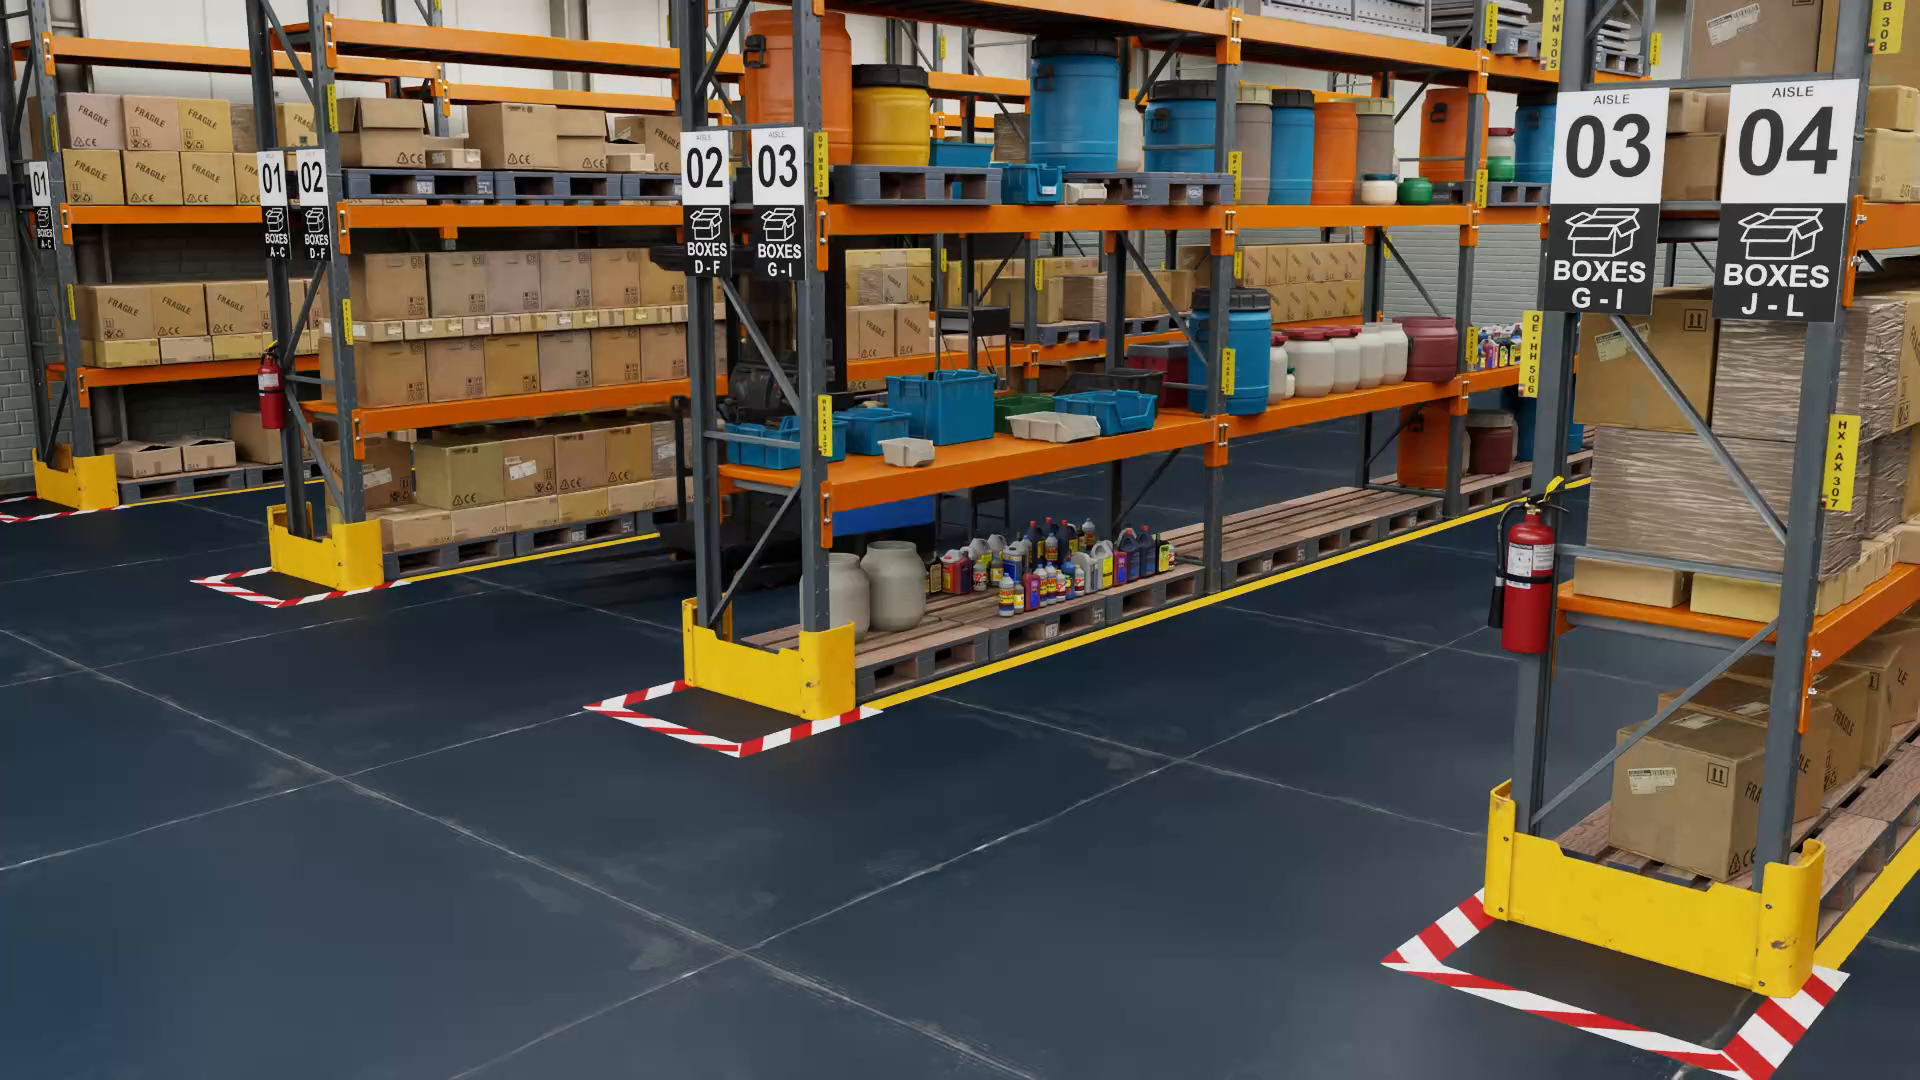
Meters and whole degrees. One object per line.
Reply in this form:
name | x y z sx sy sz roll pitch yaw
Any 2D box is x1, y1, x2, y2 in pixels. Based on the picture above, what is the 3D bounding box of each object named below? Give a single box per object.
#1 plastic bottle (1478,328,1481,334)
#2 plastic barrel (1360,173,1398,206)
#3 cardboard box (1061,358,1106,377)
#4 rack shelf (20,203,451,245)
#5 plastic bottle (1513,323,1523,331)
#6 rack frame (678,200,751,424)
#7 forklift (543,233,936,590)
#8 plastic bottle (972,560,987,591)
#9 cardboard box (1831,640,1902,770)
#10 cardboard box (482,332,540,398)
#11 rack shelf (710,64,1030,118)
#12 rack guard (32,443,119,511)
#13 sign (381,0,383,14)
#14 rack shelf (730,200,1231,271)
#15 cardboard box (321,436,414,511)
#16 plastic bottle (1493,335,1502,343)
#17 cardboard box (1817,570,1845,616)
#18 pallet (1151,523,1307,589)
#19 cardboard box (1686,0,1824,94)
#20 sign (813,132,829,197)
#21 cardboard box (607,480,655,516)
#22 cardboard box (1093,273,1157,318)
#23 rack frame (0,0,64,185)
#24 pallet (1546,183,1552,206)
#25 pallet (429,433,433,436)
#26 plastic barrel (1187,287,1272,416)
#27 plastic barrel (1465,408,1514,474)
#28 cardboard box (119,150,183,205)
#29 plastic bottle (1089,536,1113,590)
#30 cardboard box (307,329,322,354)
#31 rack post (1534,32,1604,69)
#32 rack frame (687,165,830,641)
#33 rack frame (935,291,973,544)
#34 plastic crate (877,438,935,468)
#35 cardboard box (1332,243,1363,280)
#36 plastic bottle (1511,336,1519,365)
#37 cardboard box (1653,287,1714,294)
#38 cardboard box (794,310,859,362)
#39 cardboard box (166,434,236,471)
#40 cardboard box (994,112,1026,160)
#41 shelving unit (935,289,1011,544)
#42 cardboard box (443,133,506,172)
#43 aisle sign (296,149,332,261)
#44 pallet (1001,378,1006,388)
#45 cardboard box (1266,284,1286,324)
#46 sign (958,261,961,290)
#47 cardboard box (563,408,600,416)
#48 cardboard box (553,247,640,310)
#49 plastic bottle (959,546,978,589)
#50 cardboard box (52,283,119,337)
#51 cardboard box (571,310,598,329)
plastic bottle | 5.335 -2.049 17.141 0.097 0.271 0.097 0 11 0
plastic barrel | 3.483 -2.912 13.829 0.301 0.262 0.301 0 11 0
cardboard box | 1.576 -2.053 20.176 0.500 0.250 0.500 9 15 39
rack shelf | -7.255 -3.243 16.967 1.077 0.370 4.000 10 15 40
plastic bottle | 5.955 -2.181 17.792 0.152 0.276 0.135 10 15 40
rack frame | -2.211 -1.779 15.460 1.000 3.000 0.127 10 15 40
forklift | -1.671 -1.179 12.632 3.031 2.935 1.130 -9 14 -37
plastic bottle | 0.134 0.240 11.375 0.097 0.201 0.097 0 11 0
cardboard box | 4.210 0.763 8.044 0.500 0.500 0.500 8 14 35
cardboard box | -3.859 -1.457 13.591 0.700 0.500 0.500 10 15 41
rack shelf | -0.891 -4.466 16.455 1.077 0.370 4.000 10 15 40
rack guard | -8.525 -0.616 16.018 1.175 0.500 0.348 10 15 40
sign | -6.356 -5.967 18.324 0.100 0.325 0.005 10 15 40
rack shelf | 0.187 -1.962 10.554 1.077 0.370 4.000 10 15 40
cardboard box | -4.721 -0.533 13.255 0.500 0.500 0.500 10 15 40
plastic bottle | 5.538 -2.015 17.149 0.097 0.201 0.097 0 11 0
cardboard box | 3.134 0.169 6.350 0.380 0.149 0.250 10 15 40
pallet | 1.996 0.109 13.127 1.003 0.211 1.213 10 15 40
cardboard box | 3.420 -2.081 7.022 0.500 0.500 0.500 10 15 40
sign | -0.723 -1.953 8.650 0.100 0.325 0.005 10 15 40
cardboard box | -3.010 -0.392 14.465 0.500 0.250 0.500 10 15 40
cardboard box | 1.950 -2.943 19.960 0.700 0.500 0.500 6 13 26
rack frame | -8.575 -4.772 15.129 1.000 3.000 0.127 10 15 40
pallet | 5.597 -3.398 16.390 1.003 0.211 1.213 10 15 40
pallet | -5.422 -1.166 19.511 1.003 0.211 1.213 10 15 40
plastic barrel | 1.990 -1.401 12.290 0.600 0.901 0.708 10 15 40
plastic barrel | 5.203 -0.990 16.595 0.600 0.588 0.708 10 15 40
cardboard box | -7.785 -3.451 15.868 0.500 0.500 0.500 -11 16 -44
plastic bottle | 0.959 0.153 11.427 0.144 0.351 0.185 10 15 40
cardboard box | -6.675 -2.098 17.389 0.500 0.250 0.500 10 15 40
rack post | 5.547 -4.697 16.031 0.954 0.300 0.937 -10 15 -41
rack frame | -1.133 -0.549 9.304 1.000 3.000 0.127 10 15 40
rack frame | -0.052 -1.018 13.948 0.400 2.100 0.015 10 15 40
plastic crate | -0.301 -0.510 9.781 0.298 0.136 0.250 10 15 40
cardboard box | 5.290 -3.908 23.313 0.500 0.500 0.500 10 15 42
plastic bottle | 5.319 -1.820 15.996 0.097 0.271 0.097 0 11 0
cardboard box | 3.090 -0.782 6.898 0.500 0.500 0.500 10 15 40
cardboard box | -1.344 -2.016 16.393 0.500 0.500 0.500 -11 16 -43
cardboard box | -7.675 -0.902 16.809 0.500 0.311 0.500 -11 15 -43
cardboard box | 0.722 -4.441 18.322 0.500 0.500 0.500 10 15 40
shelving unit | 0.109 -1.054 14.127 0.431 2.100 0.503 10 15 40
cardboard box | -3.923 -3.178 13.602 0.500 0.311 0.500 -10 15 -41
aisle sign | -4.665 -2.416 12.012 0.394 0.787 0.004 10 15 40
pallet | 0.712 -2.511 26.242 1.003 0.211 1.213 10 15 40
cardboard box | 3.946 -3.121 21.921 0.500 0.500 0.500 10 15 41
sign | 0.015 -2.965 18.645 0.100 0.325 0.005 10 15 40
cardboard box | -4.791 -1.672 20.181 0.700 0.500 0.500 10 15 41
cardboard box | -3.163 -2.250 14.250 0.700 0.500 0.500 10 15 40
plastic bottle | 0.028 0.190 11.434 0.152 0.276 0.135 9 15 39
cardboard box | -8.424 -2.231 16.141 0.500 0.500 0.500 10 15 40
cardboard box | -3.242 -1.852 13.915 0.380 0.149 0.250 10 15 42
